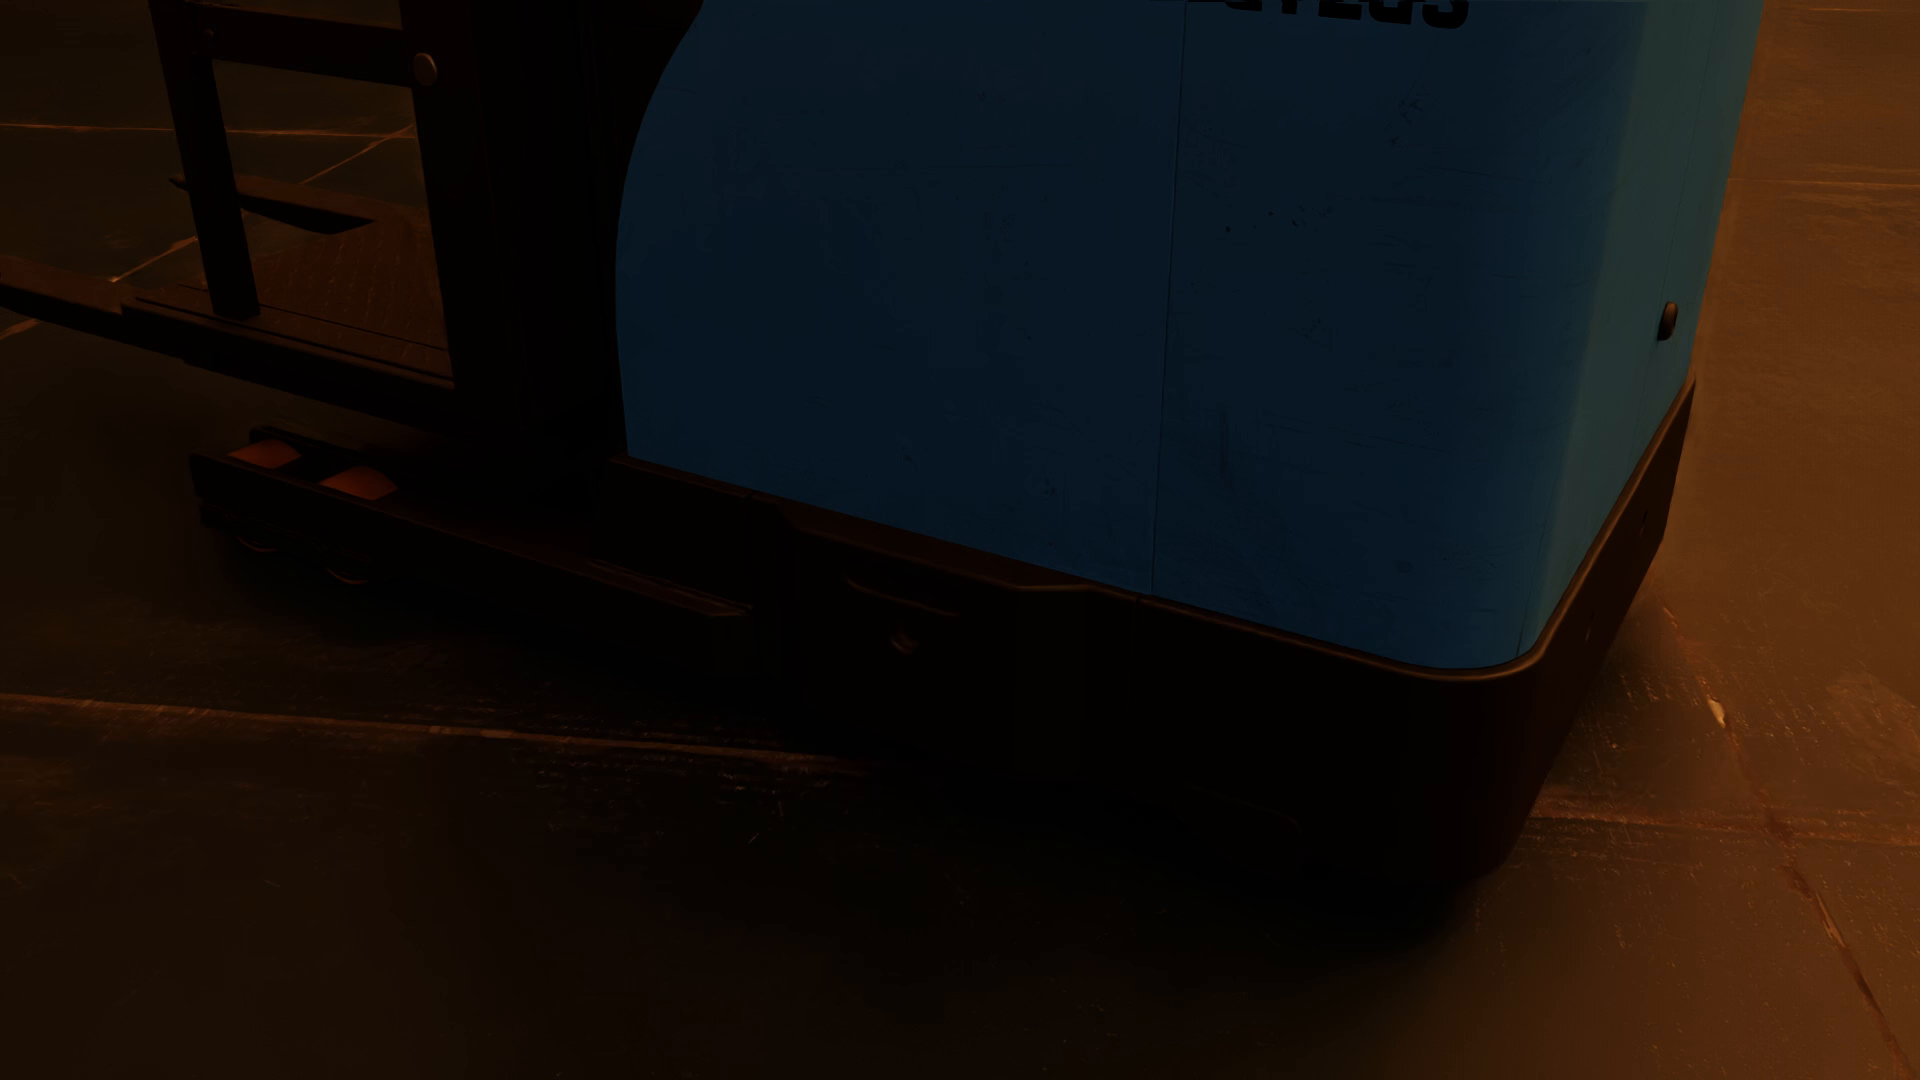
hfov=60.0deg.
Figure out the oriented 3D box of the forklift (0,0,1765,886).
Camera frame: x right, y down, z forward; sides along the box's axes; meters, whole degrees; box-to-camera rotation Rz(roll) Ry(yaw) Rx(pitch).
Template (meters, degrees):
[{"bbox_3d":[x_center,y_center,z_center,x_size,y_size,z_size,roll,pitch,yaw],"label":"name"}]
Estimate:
[{"bbox_3d":[-0.528,-1.433,2.089,3.031,2.935,1.130,15,30,27],"label":"forklift"}]
